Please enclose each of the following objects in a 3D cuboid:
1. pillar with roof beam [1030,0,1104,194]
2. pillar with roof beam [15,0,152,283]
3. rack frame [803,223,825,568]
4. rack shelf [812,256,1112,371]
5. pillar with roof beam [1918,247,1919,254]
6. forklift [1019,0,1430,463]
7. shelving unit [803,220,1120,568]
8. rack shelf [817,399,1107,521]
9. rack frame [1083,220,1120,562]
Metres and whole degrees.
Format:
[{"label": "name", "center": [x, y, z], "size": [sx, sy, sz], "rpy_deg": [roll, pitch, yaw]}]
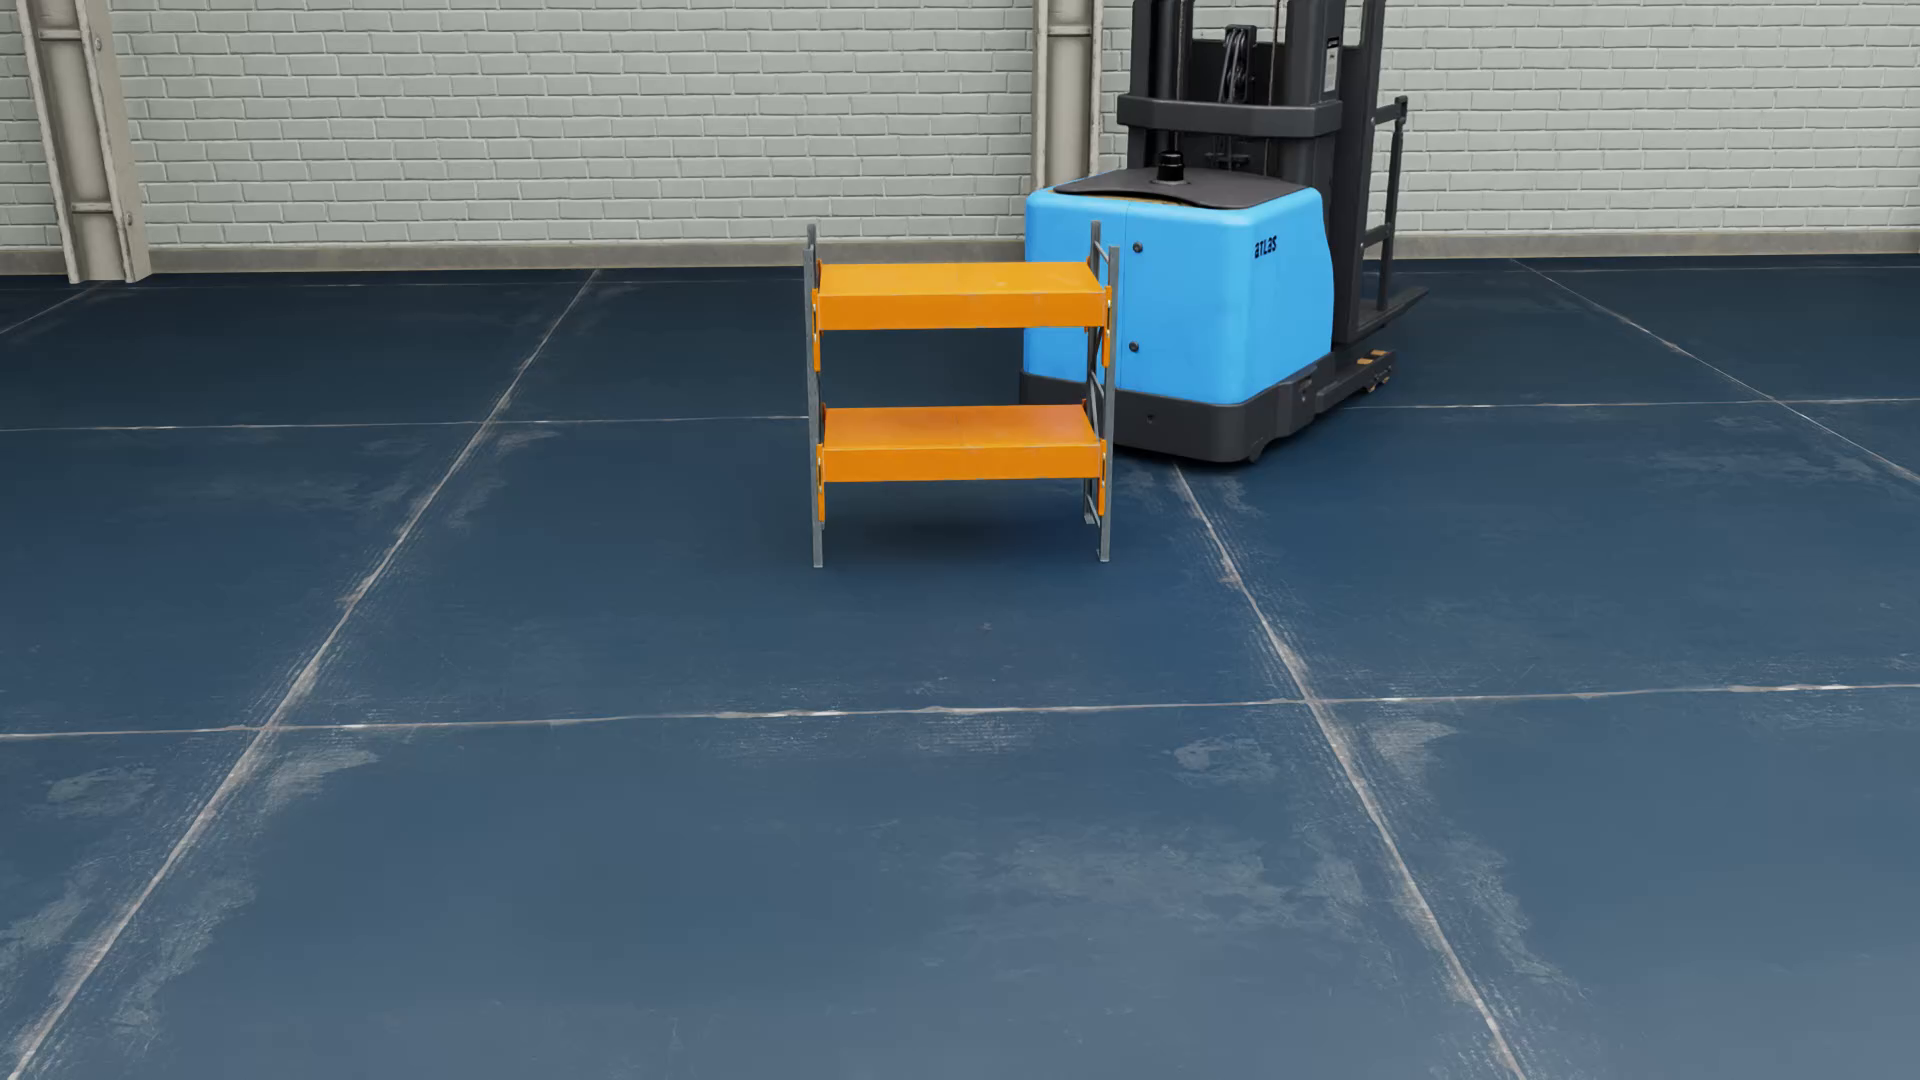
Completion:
[{"label": "pillar with roof beam", "center": [0.908, -4.446, 5.151], "size": [0.400, 9.000, 9.100], "rpy_deg": [-1, 21, -3]}, {"label": "pillar with roof beam", "center": [-5.082, -4.324, 4.831], "size": [0.400, 9.000, 9.100], "rpy_deg": [-1, 21, -3]}, {"label": "rack frame", "center": [-0.514, -0.515, 5.893], "size": [0.032, 1.125, 0.500], "rpy_deg": [-1, 21, -3]}, {"label": "rack shelf", "center": [-0.007, -0.799, 5.816], "size": [1.000, 0.278, 0.538], "rpy_deg": [-1, 21, -3]}, {"label": "pillar with roof beam", "center": [6.898, -4.568, 5.471], "size": [0.400, 9.000, 9.100], "rpy_deg": [-1, 21, -3]}, {"label": "forklift", "center": [1.476, -2.155, 7.663], "size": [1.130, 2.935, 3.031], "rpy_deg": [13, 24, 30]}, {"label": "shelving unit", "center": [-0.007, -0.526, 5.920], "size": [1.048, 1.125, 0.538], "rpy_deg": [-1, 21, -3]}, {"label": "rack shelf", "center": [-0.007, -0.297, 6.007], "size": [1.000, 0.278, 0.538], "rpy_deg": [-1, 21, -3]}, {"label": "rack frame", "center": [0.501, -0.536, 5.948], "size": [0.032, 1.125, 0.500], "rpy_deg": [-1, 21, -3]}]
